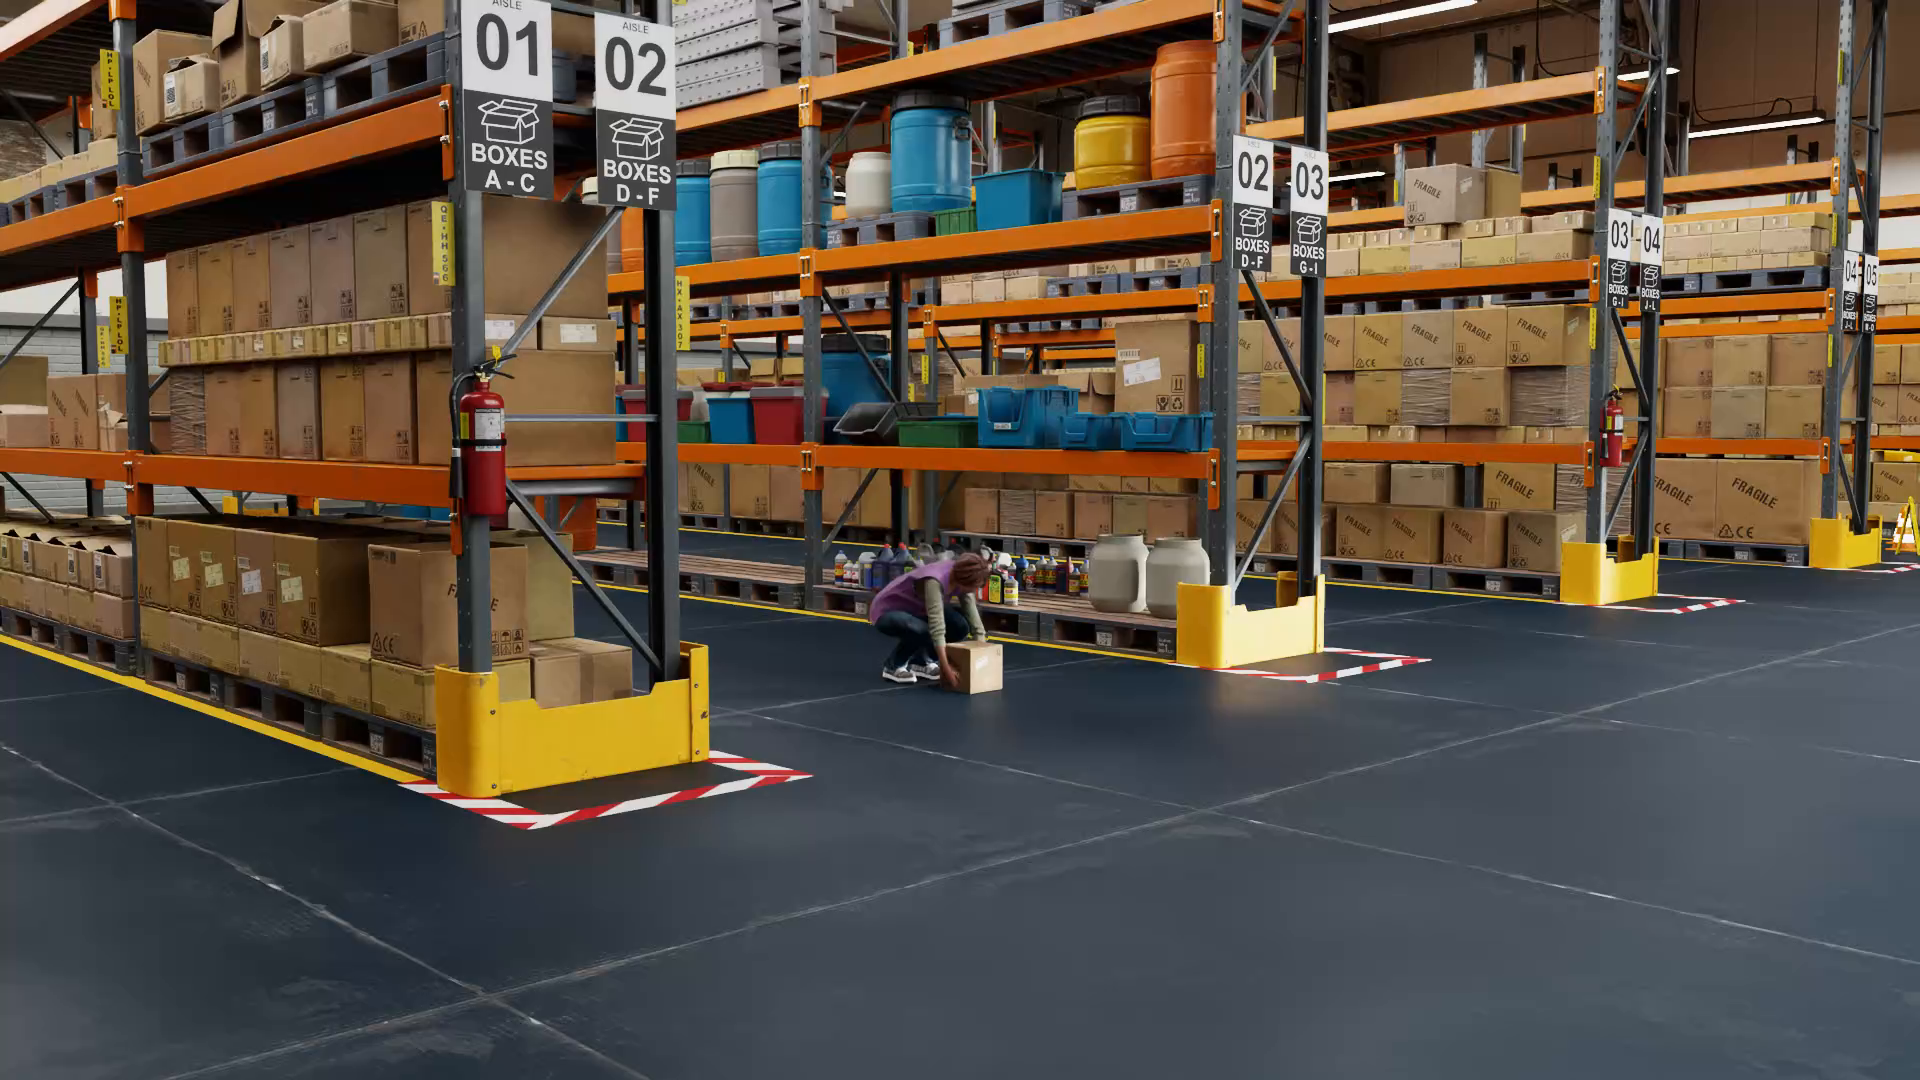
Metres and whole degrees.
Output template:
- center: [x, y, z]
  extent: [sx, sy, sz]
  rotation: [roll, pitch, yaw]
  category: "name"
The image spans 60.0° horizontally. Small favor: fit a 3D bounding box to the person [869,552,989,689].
- center: [-0.169, 0.440, 9.517]
  extent: [0.436, 0.767, 0.806]
  rotation: [-4, 6, -44]
  category: "person"
